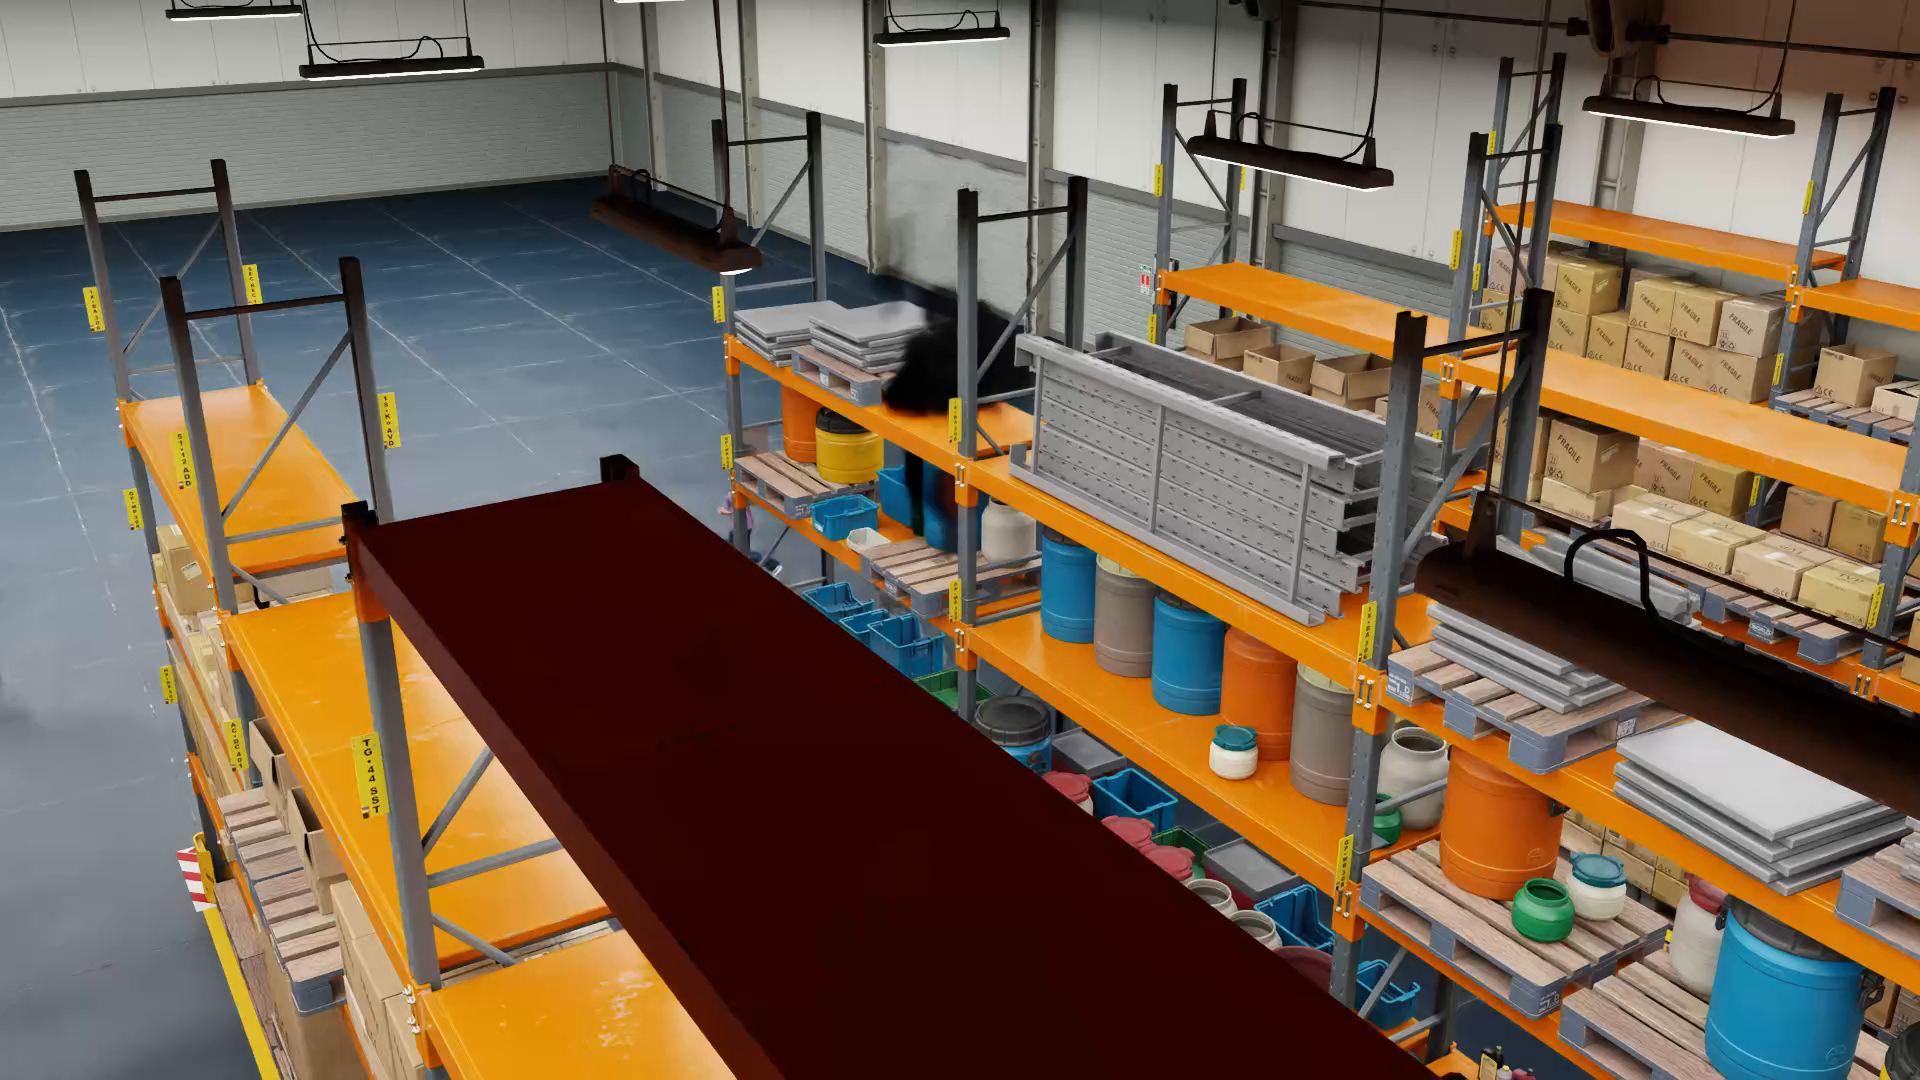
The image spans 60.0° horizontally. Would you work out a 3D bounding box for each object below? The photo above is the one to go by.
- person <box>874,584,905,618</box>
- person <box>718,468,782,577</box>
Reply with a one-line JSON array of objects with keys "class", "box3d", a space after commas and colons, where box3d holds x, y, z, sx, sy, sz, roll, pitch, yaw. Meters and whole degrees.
[{"class": "person", "box3d": [-0.700, 0.466, 17.295, 0.616, 1.682, 0.629, -17, 27, -36]}, {"class": "person", "box3d": [-2.527, -0.145, 19.626, 0.802, 1.604, 0.528, 0, 22, 0]}]
